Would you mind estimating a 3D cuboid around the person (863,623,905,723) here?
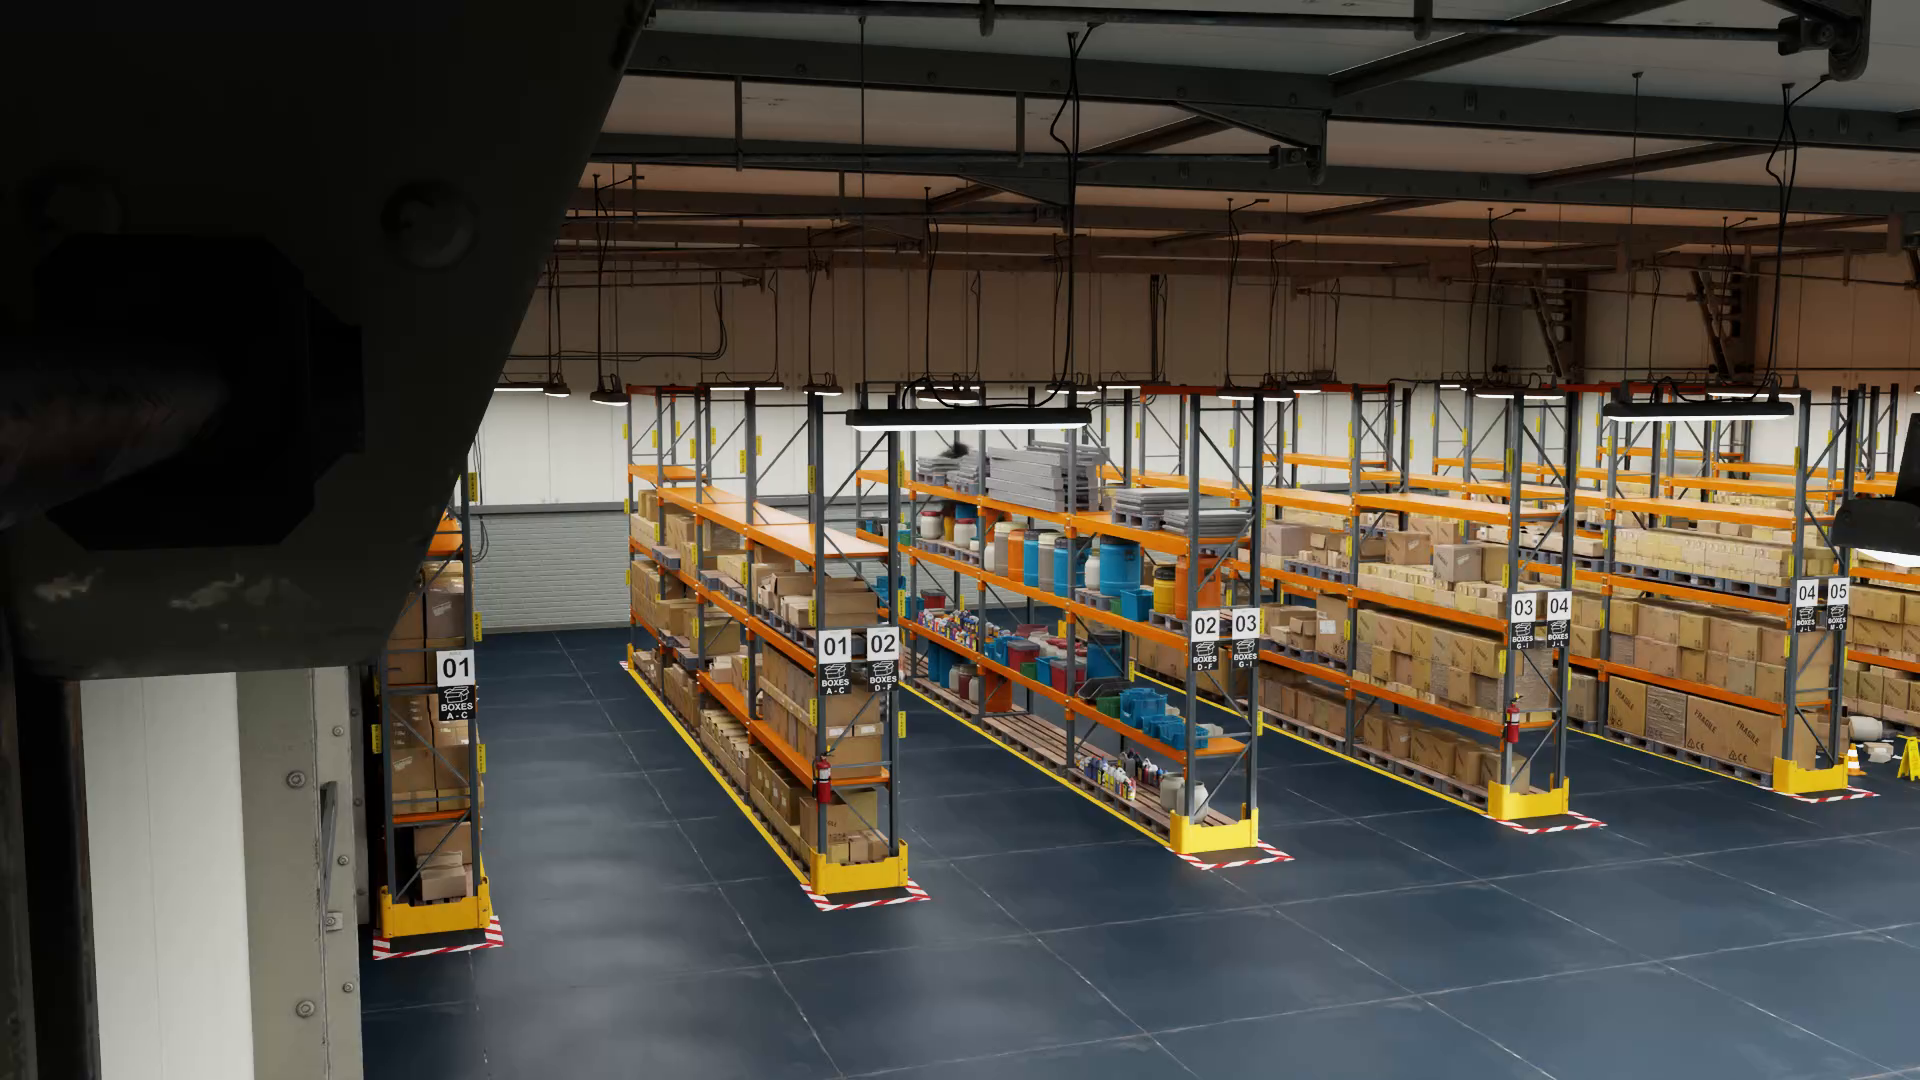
[{"bbox_3d":[-1.365,2.360,30.017,0.749,1.778,0.770,1,6,13],"label":"person"}]
